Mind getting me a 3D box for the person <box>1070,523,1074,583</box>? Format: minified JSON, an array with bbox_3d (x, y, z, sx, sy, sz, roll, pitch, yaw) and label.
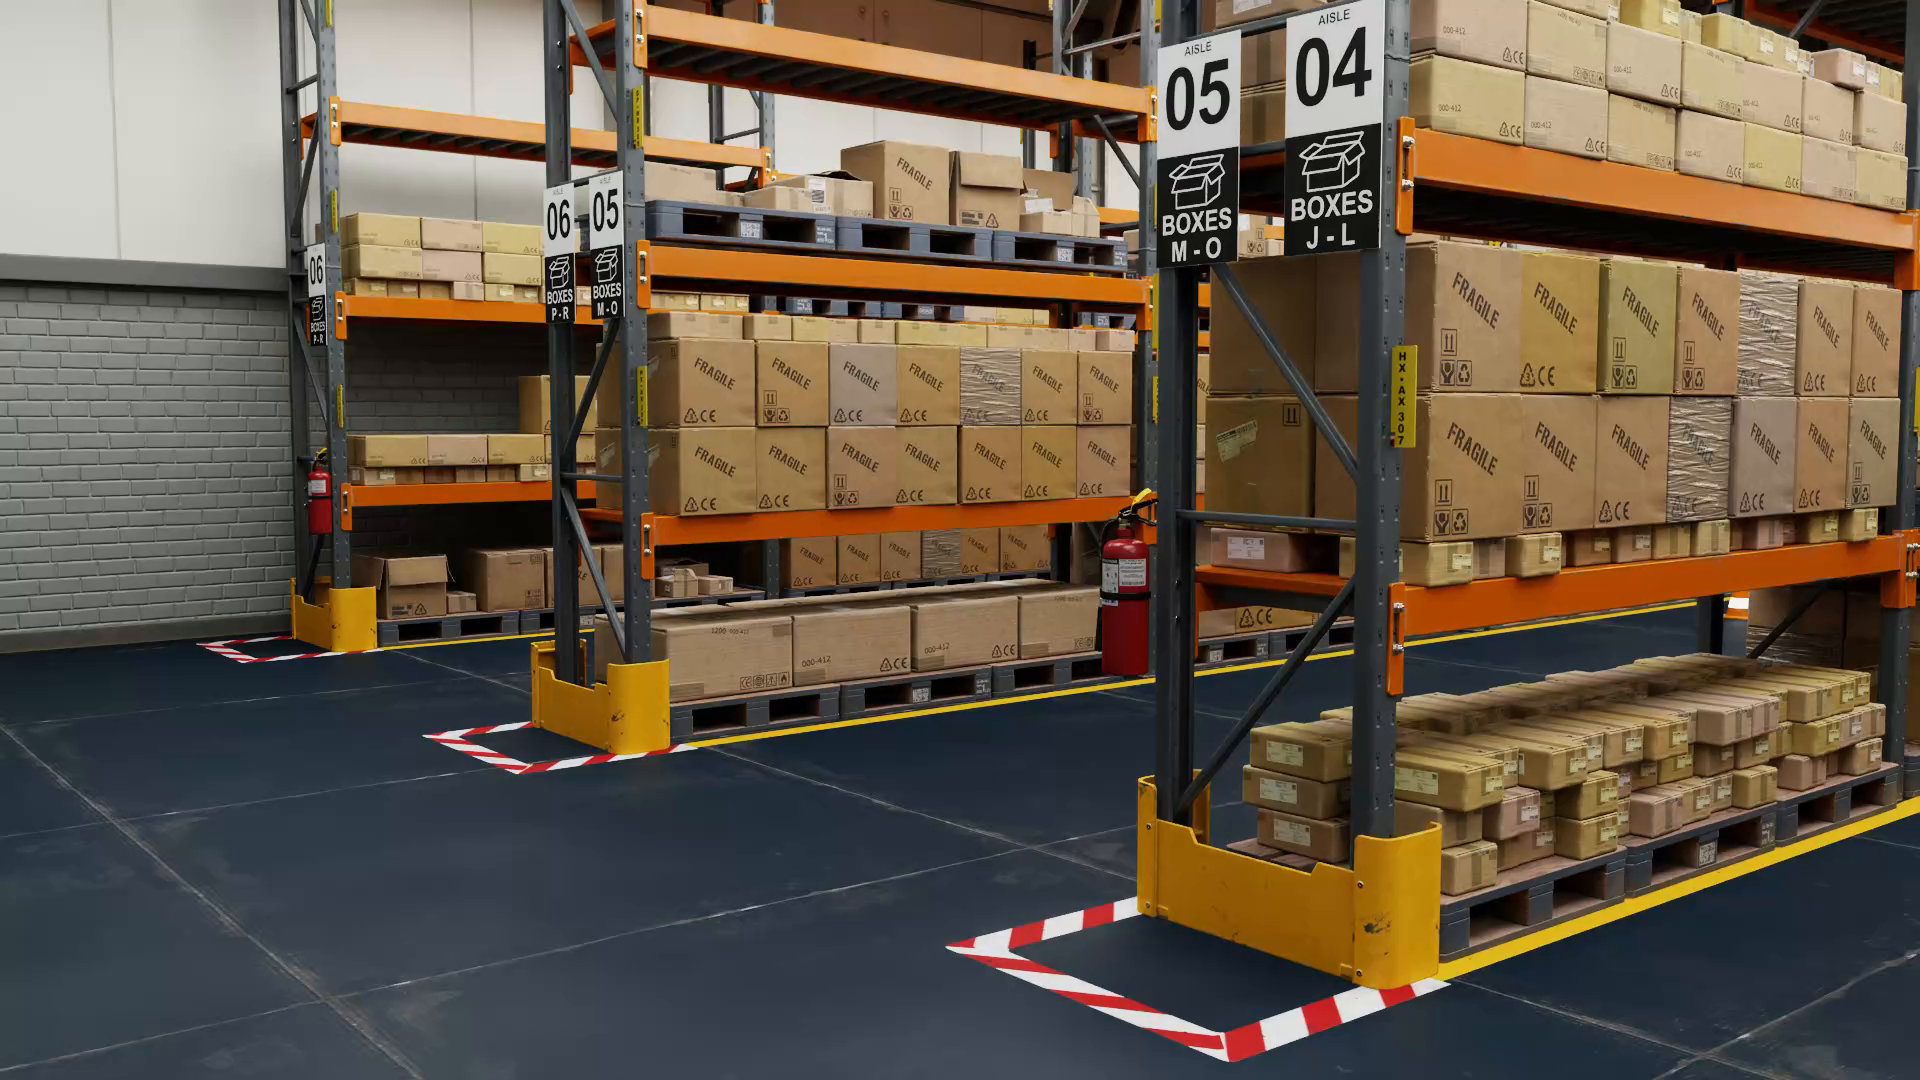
[{"bbox_3d":[1.054,-0.136,15.571,0.561,1.662,0.426,-3,6,-38],"label":"person"}]
